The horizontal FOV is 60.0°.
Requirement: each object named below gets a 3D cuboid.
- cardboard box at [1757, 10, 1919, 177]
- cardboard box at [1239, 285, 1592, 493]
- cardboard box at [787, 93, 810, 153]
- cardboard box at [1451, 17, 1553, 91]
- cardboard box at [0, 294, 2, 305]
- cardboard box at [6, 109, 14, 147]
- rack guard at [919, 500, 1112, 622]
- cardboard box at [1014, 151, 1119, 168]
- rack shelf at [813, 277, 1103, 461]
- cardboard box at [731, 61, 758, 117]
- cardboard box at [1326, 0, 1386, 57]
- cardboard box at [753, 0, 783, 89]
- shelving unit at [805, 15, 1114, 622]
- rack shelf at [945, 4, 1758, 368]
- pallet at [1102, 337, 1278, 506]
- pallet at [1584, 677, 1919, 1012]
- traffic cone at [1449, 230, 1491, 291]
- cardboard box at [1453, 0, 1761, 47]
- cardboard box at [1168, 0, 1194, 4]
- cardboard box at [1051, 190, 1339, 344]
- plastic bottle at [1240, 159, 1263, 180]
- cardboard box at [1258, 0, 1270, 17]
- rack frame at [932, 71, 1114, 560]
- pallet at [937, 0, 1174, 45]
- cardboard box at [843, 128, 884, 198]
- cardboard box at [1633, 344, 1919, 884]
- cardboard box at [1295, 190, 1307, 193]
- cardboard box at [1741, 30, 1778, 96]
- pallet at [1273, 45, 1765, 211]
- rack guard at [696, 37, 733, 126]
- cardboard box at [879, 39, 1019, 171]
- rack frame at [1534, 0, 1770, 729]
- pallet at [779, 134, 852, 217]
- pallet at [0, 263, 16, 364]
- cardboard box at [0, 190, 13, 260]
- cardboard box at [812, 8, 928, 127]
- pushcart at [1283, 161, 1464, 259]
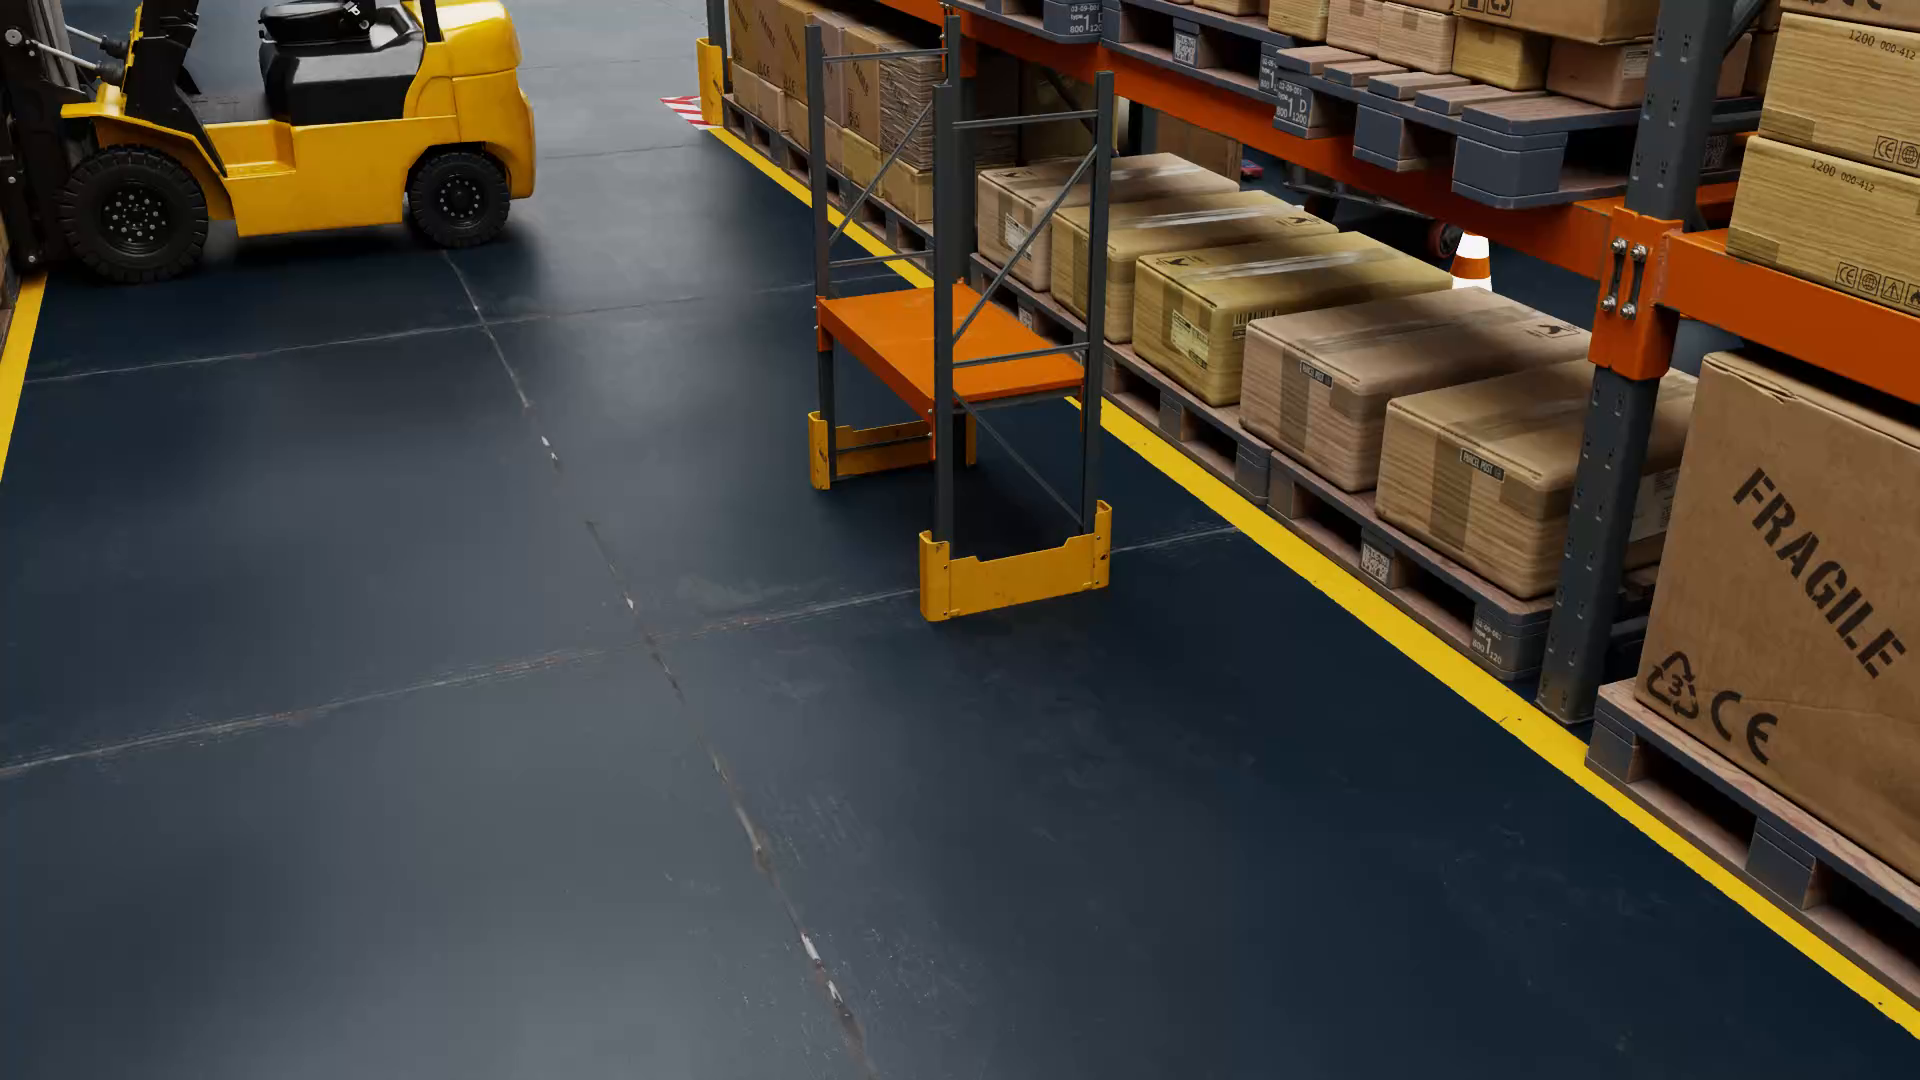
[{"bbox_3d":[1.960,-0.885,3.245,0.500,0.250,0.500,-11,28,-21],"label":"cardboard box"},{"bbox_3d":[1.481,-0.509,5.390,0.950,0.372,0.625,-11,28,-22],"label":"cardboard box"},{"bbox_3d":[-0.664,-2.359,9.317,0.500,0.250,0.500,-9,27,-17],"label":"cardboard box"},{"bbox_3d":[1.473,-1.238,4.175,0.380,0.149,0.250,-10,28,-20],"label":"cardboard box"},{"bbox_3d":[-4.028,-0.940,6.412,0.500,0.250,0.500,-10,28,-20],"label":"cardboard box"},{"bbox_3d":[-4.823,-1.976,7.963,0.500,0.250,0.500,-11,28,-22],"label":"cardboard box"},{"bbox_3d":[0.165,0.058,4.846,0.587,0.250,0.087,-11,28,-21],"label":"rack guard"},{"bbox_3d":[0.440,-1.827,8.229,0.500,0.250,0.500,-12,28,-23],"label":"cardboard box"},{"bbox_3d":[-0.033,-0.547,5.070,0.538,0.185,1.000,-11,28,-21],"label":"rack shelf"},{"bbox_3d":[-1.082,-2.784,10.189,0.500,0.250,0.500,-11,28,-21],"label":"cardboard box"},{"bbox_3d":[1.242,-1.435,4.578,0.380,0.149,0.250,-12,28,-23],"label":"cardboard box"},{"bbox_3d":[-0.864,-2.901,9.574,0.500,0.500,0.500,-12,28,-23],"label":"cardboard box"},{"bbox_3d":[-0.030,-0.705,4.984,0.587,1.500,1.083,-11,28,-21],"label":"shelving unit"},{"bbox_3d":[1.206,-1.459,5.639,1.077,0.370,4.000,-11,28,-21],"label":"rack shelf"},{"bbox_3d":[1.211,-0.529,6.093,1.003,0.211,1.213,-11,28,-21],"label":"pallet"},{"bbox_3d":[2.229,0.610,3.761,1.003,0.211,1.213,-11,28,-21],"label":"pallet"},{"bbox_3d":[2.196,-1.189,7.159,0.336,0.463,0.334,-11,28,-21],"label":"traffic cone"},{"bbox_3d":[1.555,-1.478,3.926,0.500,0.500,0.500,-11,28,-22],"label":"cardboard box"},{"bbox_3d":[0.833,-1.857,5.442,0.380,0.149,0.250,-9,28,-19],"label":"cardboard box"},{"bbox_3d":[0.915,-1.096,6.593,0.950,0.372,0.625,-9,27,-17],"label":"cardboard box"},{"bbox_3d":[1.643,-2.112,9.506,0.133,0.061,0.283,-6,27,-12],"label":"plastic bottle"},{"bbox_3d":[1.138,-1.667,5.053,0.380,0.149,0.250,-10,28,-20],"label":"cardboard box"},{"bbox_3d":[0.166,-0.503,4.571,0.500,1.500,0.032,-11,28,-21],"label":"rack frame"},{"bbox_3d":[0.588,-2.170,6.494,1.003,0.211,1.213,-11,28,-21],"label":"pallet"},{"bbox_3d":[-0.274,-1.948,8.477,0.500,0.250,0.500,-11,28,-22],"label":"cardboard box"},{"bbox_3d":[2.183,0.085,3.601,0.875,0.875,0.875,-11,28,-21],"label":"cardboard box"},{"bbox_3d":[2.078,-2.059,9.163,0.396,0.266,0.258,13,29,24],"label":"cardboard box"},{"bbox_3d":[2.033,-1.214,4.125,0.380,0.149,0.250,-12,29,-24],"label":"cardboard box"},{"bbox_3d":[1.612,-1.158,4.421,1.213,0.211,1.003,-11,28,-21],"label":"pallet"},{"bbox_3d":[-1.114,-3.050,10.928,1.175,0.500,0.348,-11,28,-21],"label":"rack guard"},{"bbox_3d":[-0.056,-2.072,7.876,0.500,0.500,0.500,-11,28,-21],"label":"cardboard box"},{"bbox_3d":[1.989,-0.975,3.827,1.000,3.000,0.127,-11,28,-21],"label":"rack frame"},{"bbox_3d":[-0.354,-2.095,9.300,1.003,0.211,1.213,-11,28,-21],"label":"pallet"},{"bbox_3d":[-4.416,-0.810,6.669,1.003,0.211,1.213,-11,28,-21],"label":"pallet"},{"bbox_3d":[-4.457,-1.347,7.246,0.500,0.250,0.500,-10,28,-20],"label":"cardboard box"},{"bbox_3d":[-0.458,-2.483,8.717,0.500,0.500,0.500,-9,27,-18],"label":"cardboard box"},{"bbox_3d":[2.501,-1.823,8.554,1.648,0.377,0.936,-22,34,-38],"label":"pushcart"}]
